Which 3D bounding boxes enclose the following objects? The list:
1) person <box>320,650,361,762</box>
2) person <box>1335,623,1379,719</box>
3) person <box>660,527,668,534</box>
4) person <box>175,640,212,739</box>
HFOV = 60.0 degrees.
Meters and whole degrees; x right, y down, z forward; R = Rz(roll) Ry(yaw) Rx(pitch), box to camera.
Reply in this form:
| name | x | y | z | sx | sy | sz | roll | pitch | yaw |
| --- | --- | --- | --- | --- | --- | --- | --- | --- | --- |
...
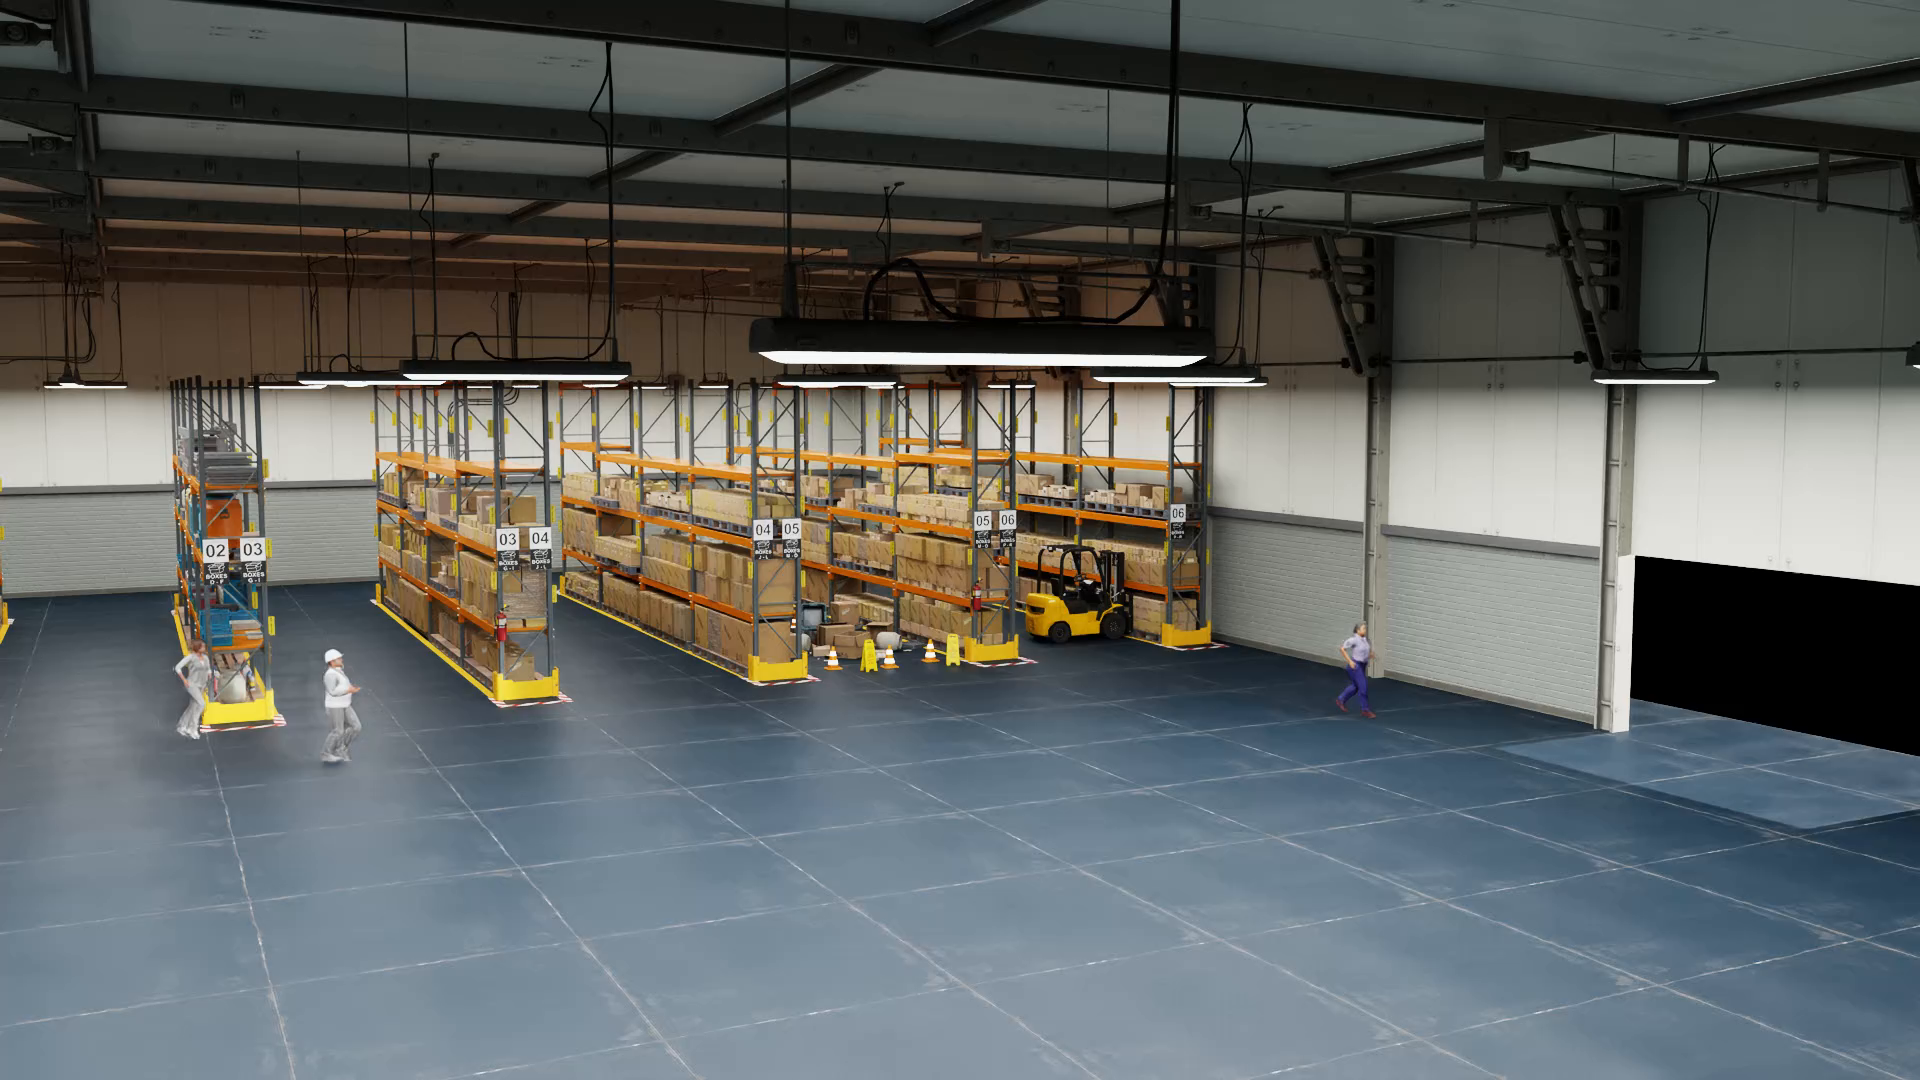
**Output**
| name | x | y | z | sx | sy | sz | roll | pitch | yaw |
| --- | --- | --- | --- | --- | --- | --- | --- | --- | --- |
| person | -9.536 | 2.573 | 25.626 | 0.669 | 1.789 | 0.640 | 0 | 5 | -3 |
| person | 7.018 | 2.279 | 29.373 | 0.867 | 1.656 | 0.615 | 4 | 6 | 35 |
| person | -8.801 | 0.437 | 49.951 | 0.698 | 1.650 | 0.628 | -2 | 6 | -23 |
| person | -12.737 | 2.491 | 27.710 | 0.640 | 1.595 | 0.554 | 1 | 5 | 15 |
